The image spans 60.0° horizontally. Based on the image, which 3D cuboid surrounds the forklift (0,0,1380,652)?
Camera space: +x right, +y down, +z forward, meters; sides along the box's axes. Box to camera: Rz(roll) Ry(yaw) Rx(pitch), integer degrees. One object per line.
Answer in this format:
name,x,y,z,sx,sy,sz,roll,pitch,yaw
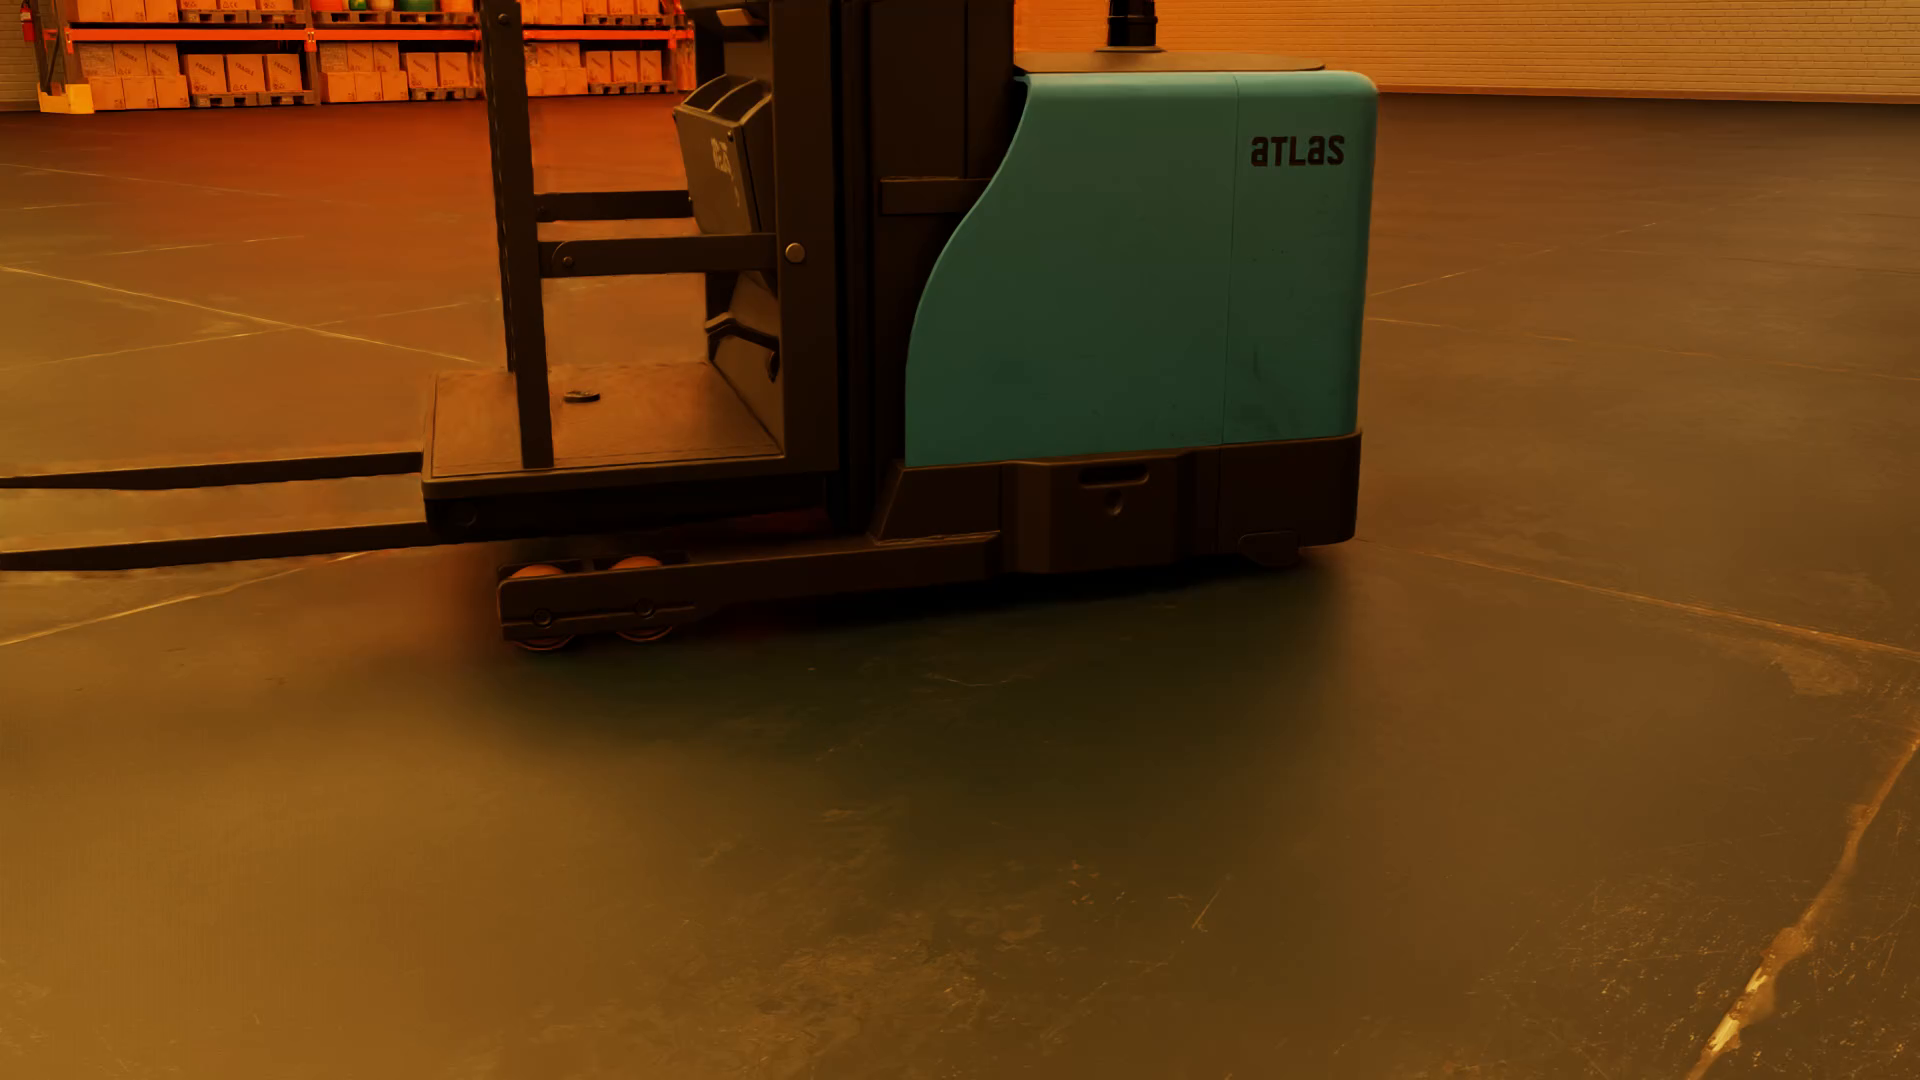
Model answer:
forklift,-0.684,-1.356,3.364,3.031,2.935,1.130,-5,18,-15
